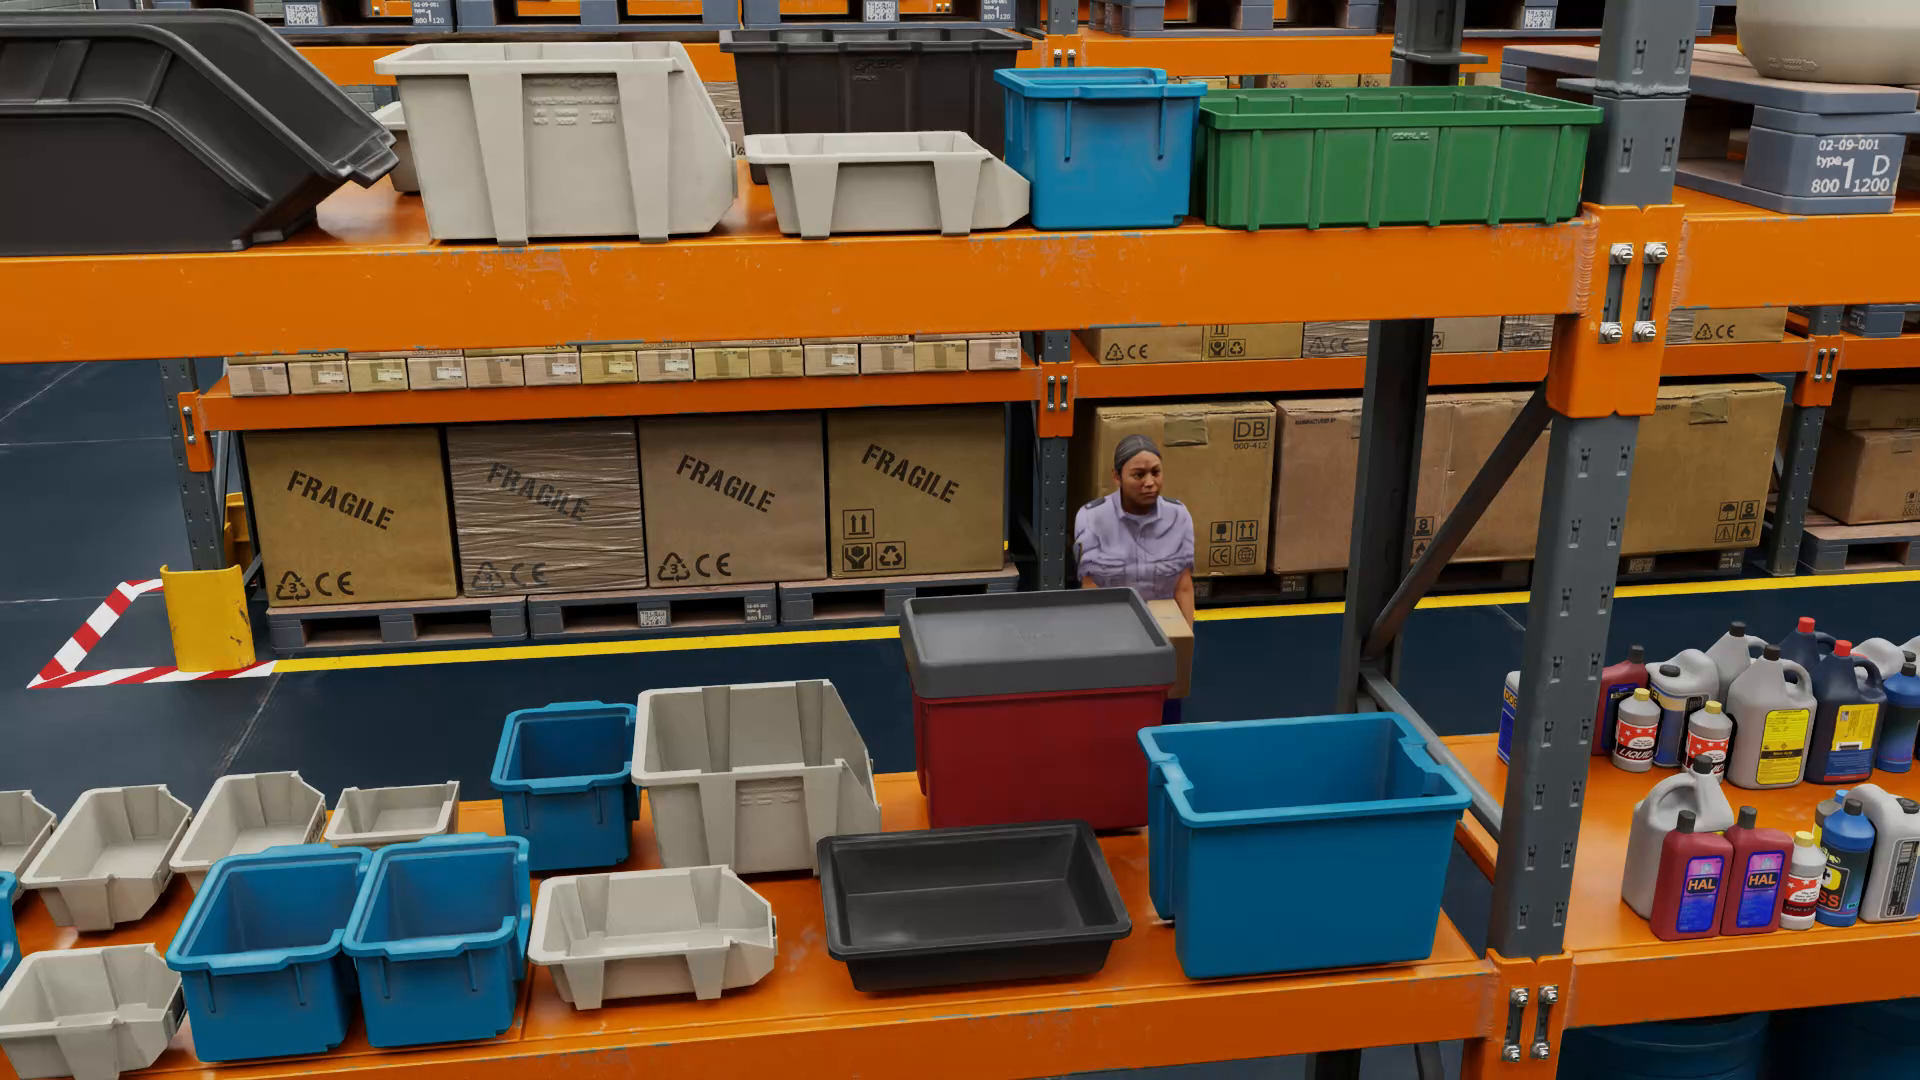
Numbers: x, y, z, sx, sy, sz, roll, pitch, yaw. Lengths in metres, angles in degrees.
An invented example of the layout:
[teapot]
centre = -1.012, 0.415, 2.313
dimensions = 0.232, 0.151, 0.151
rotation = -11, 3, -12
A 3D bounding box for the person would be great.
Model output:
[person]
centre = 0.618, 0.438, 5.916
dimensions = 0.435, 1.647, 0.528
rotation = -3, 20, -9
